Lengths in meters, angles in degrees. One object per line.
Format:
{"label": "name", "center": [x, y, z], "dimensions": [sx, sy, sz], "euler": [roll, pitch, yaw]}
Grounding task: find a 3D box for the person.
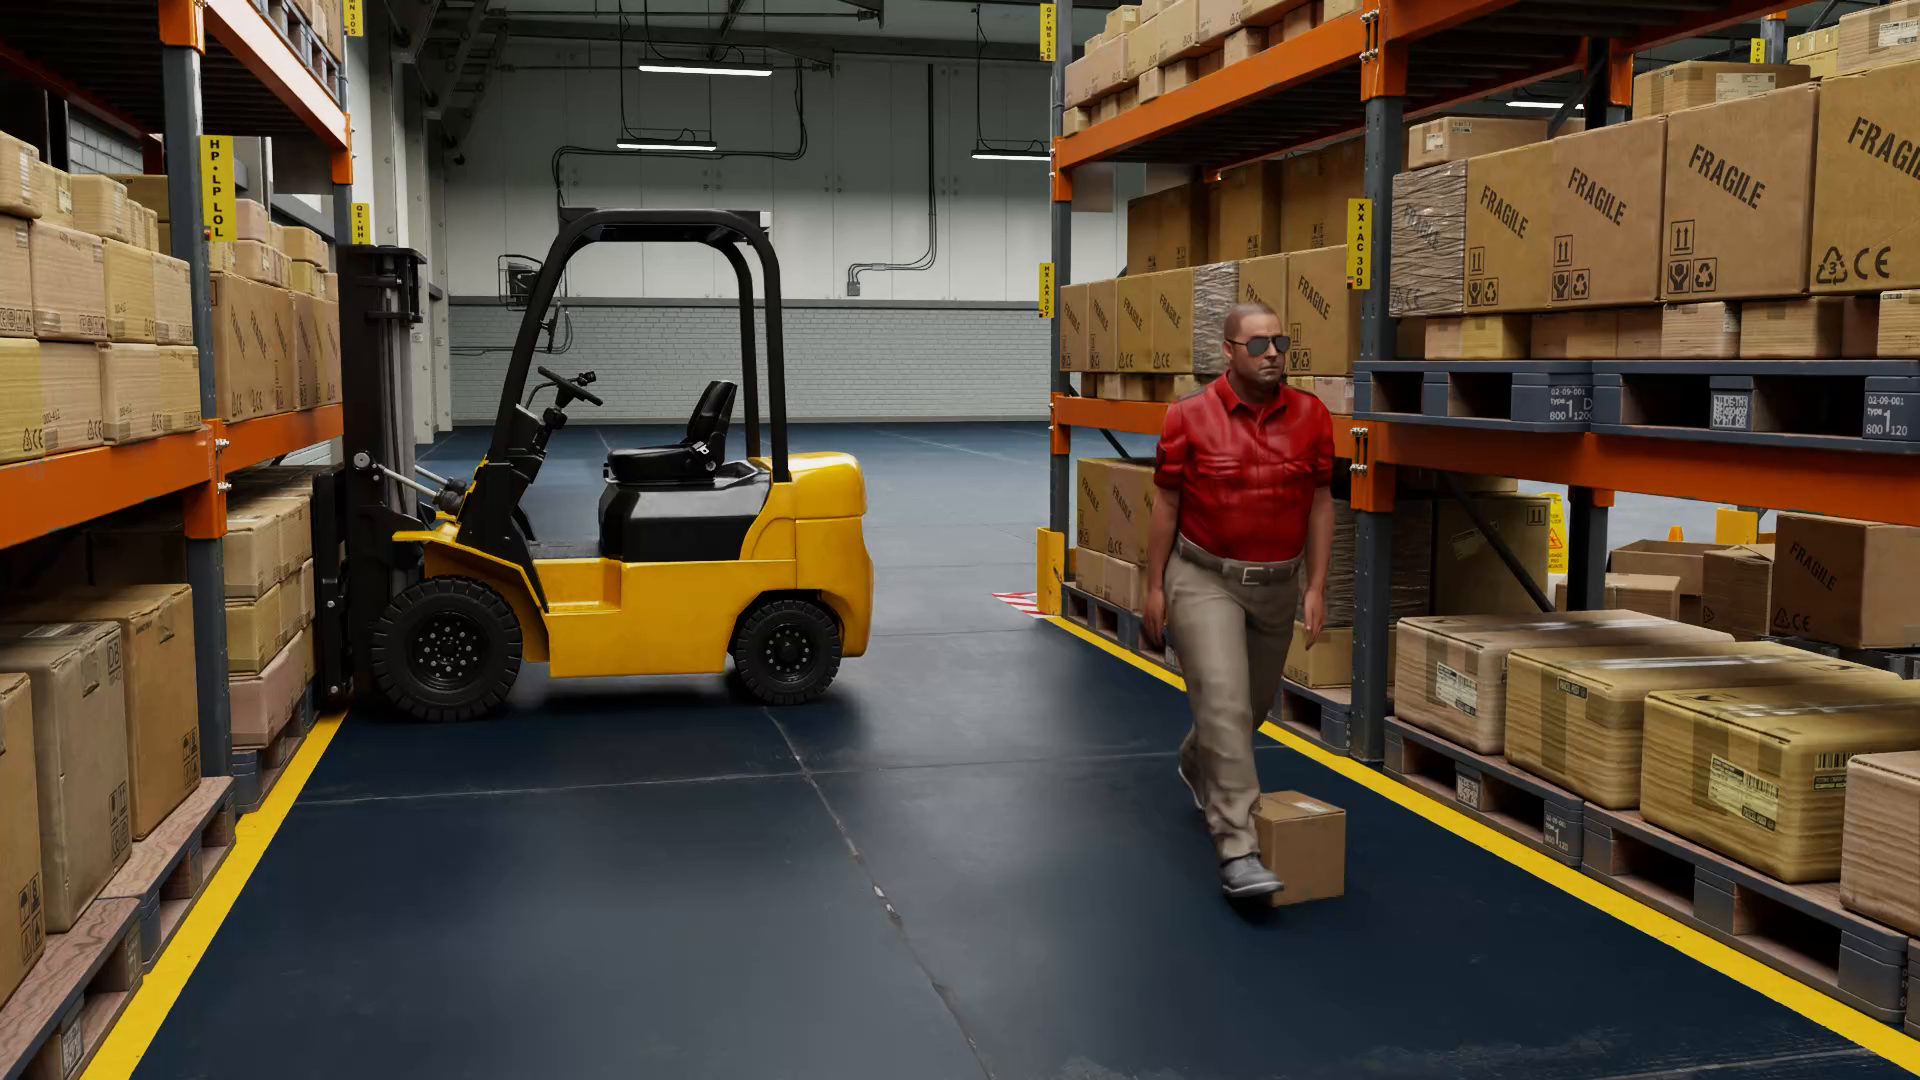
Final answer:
{"label": "person", "center": [0.829, 0.140, 4.926], "dimensions": [0.537, 1.667, 1.127], "euler": [-2, 6, -15]}
